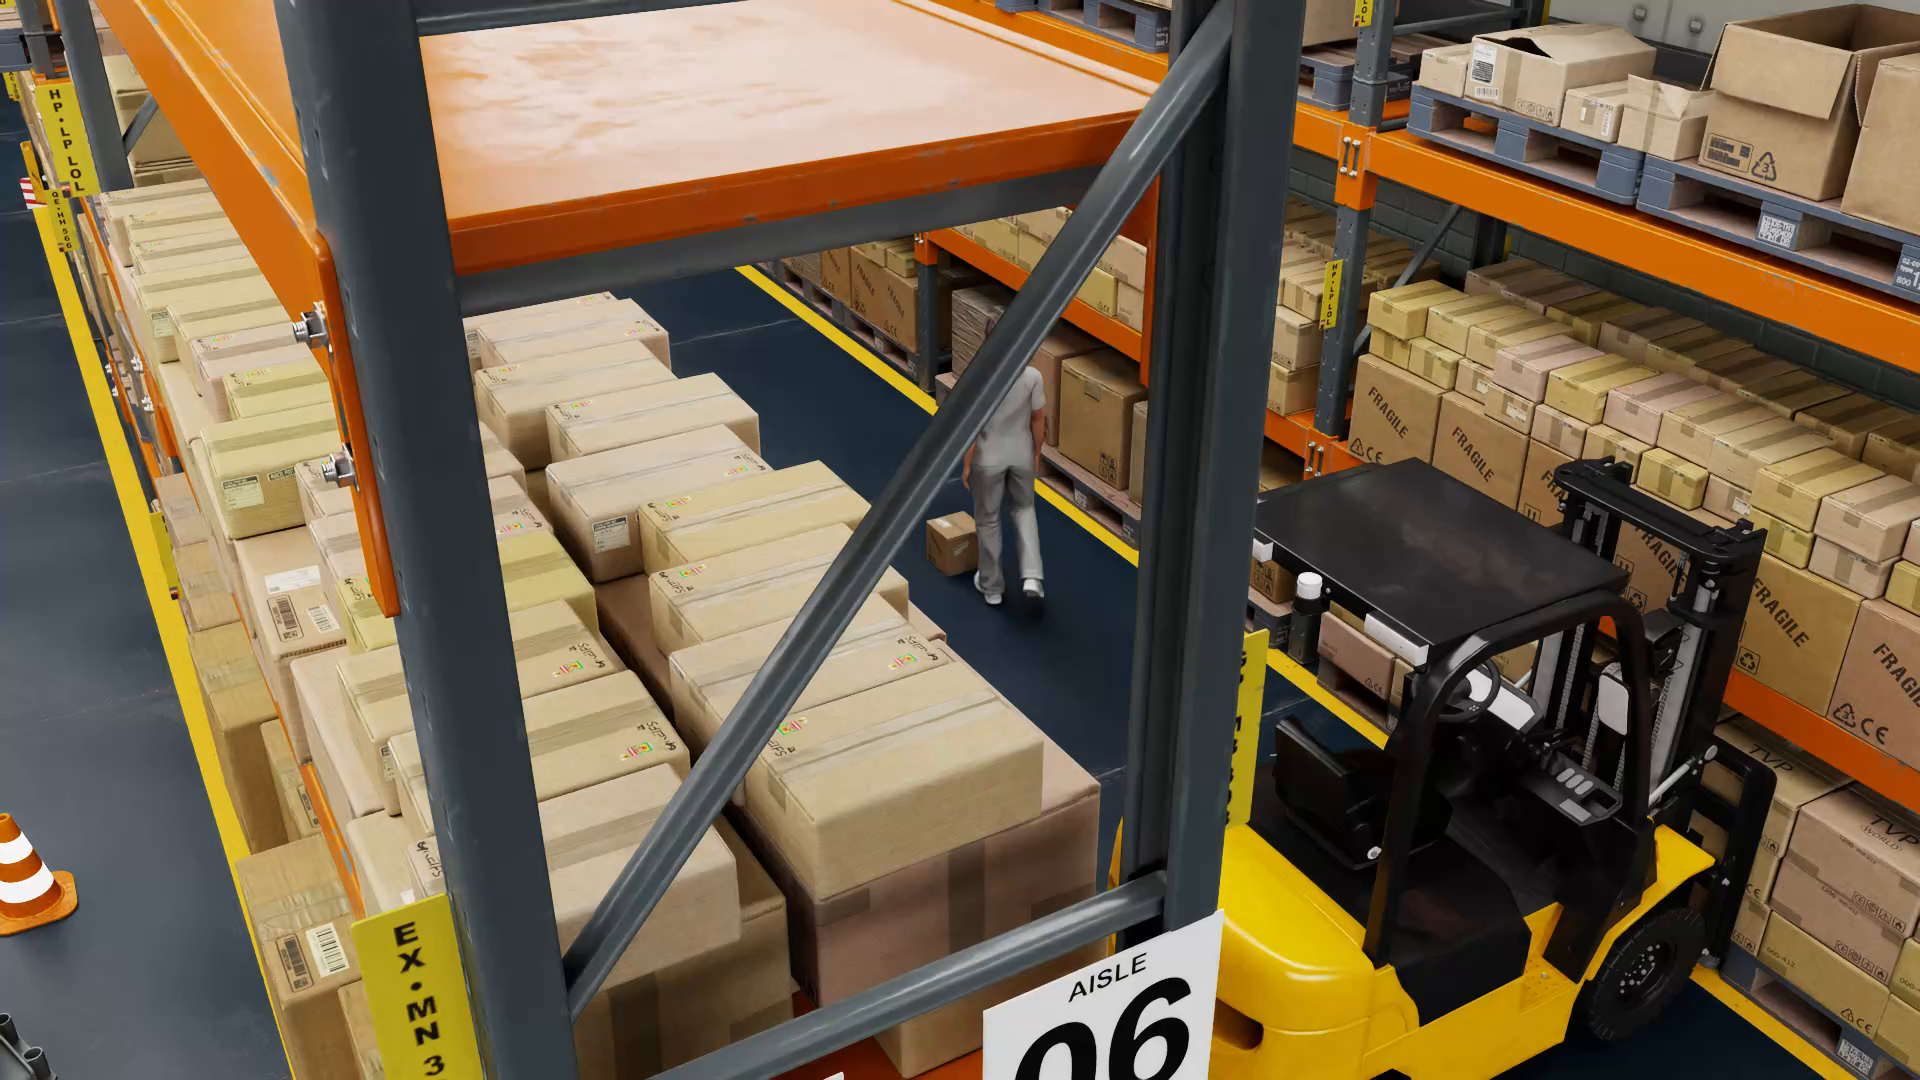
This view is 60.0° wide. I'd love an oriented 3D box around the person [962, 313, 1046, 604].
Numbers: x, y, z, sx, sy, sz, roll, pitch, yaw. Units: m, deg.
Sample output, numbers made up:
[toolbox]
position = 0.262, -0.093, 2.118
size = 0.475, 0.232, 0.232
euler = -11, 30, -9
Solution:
[person]
position = 0.233, -0.396, 8.807
size = 0.456, 1.672, 0.534
euler = -9, 30, -16
